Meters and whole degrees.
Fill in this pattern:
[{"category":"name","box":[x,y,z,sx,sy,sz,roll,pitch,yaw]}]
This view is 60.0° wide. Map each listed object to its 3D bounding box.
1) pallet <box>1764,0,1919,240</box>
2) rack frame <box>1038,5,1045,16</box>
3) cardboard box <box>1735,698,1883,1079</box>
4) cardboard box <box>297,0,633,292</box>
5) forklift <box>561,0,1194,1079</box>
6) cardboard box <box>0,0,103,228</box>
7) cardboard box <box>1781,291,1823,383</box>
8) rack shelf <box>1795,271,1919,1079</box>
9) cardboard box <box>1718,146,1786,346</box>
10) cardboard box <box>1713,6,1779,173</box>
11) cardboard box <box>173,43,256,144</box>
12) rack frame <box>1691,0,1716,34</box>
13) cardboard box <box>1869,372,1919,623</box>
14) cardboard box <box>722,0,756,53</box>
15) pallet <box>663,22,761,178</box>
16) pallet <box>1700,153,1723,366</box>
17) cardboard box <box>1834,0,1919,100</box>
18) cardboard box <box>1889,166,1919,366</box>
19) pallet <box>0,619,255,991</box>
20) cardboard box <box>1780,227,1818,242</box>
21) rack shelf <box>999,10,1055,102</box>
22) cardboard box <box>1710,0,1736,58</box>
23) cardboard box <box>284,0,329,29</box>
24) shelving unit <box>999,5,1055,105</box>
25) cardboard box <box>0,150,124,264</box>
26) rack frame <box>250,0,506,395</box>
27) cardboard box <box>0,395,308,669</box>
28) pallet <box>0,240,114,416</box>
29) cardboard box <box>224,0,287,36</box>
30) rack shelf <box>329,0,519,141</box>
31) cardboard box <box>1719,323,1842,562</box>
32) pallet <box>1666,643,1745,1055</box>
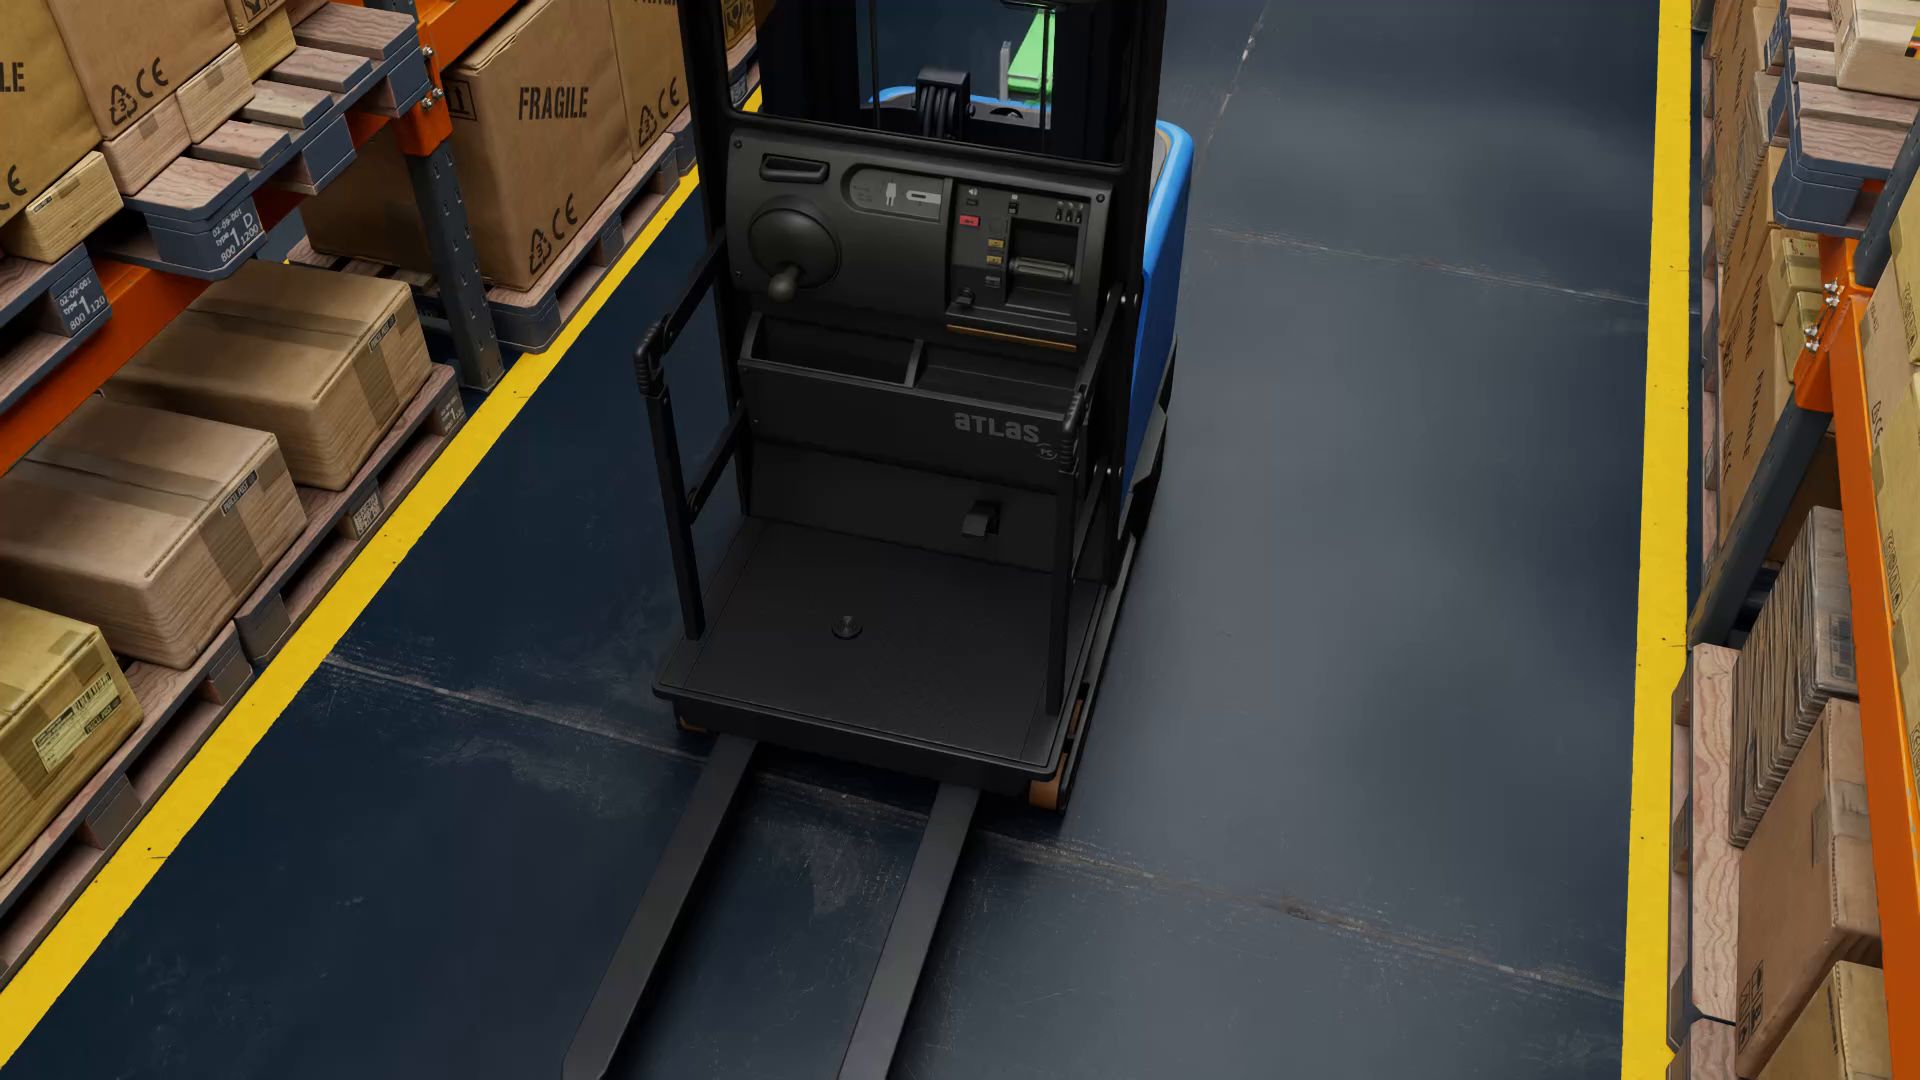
[{"category":"pallet","box":[2.778,-1.072,4.338,1.213,0.211,1.003,13,46,13]},{"category":"rack frame","box":[0.373,-1.374,5.794,0.240,1.200,0.015,11,46,11]},{"category":"cardboard box","box":[2.248,0.875,3.609,0.875,0.625,0.625,14,46,14]},{"category":"cardboard box","box":[-1.803,-1.556,5.915,0.875,0.875,0.875,12,46,12]},{"category":"forklift","box":[-0.165,-0.628,3.796,1.130,2.935,3.031,11,45,11]},{"category":"cardboard box","box":[-2.262,-0.970,3.512,0.500,0.500,0.500,10,45,10]},{"category":"cardboard box","box":[2.548,-0.545,4.686,0.380,0.149,0.250,10,45,11]},{"category":"rack shelf","box":[2.034,0.916,2.683,1.077,0.370,4.000,13,46,13]},{"category":"cardboard box","box":[2.881,-0.939,5.552,0.500,0.500,0.500,14,46,14]},{"category":"cardboard box","box":[3.183,-1.633,6.262,0.500,0.500,0.500,11,45,11]},{"category":"cardboard box","box":[-2.013,-1.143,4.153,0.380,0.149,0.250,12,46,12]},{"category":"rack frame","box":[3.851,-3.340,6.519,1.000,3.000,0.127,13,46,13]},{"category":"cardboard box","box":[2.116,-0.042,3.256,0.500,0.250,0.500,12,46,12]},{"category":"cardboard box","box":[-1.258,-2.746,7.130,0.875,0.875,0.875,14,46,14]},{"category":"pallet","box":[-1.410,-2.046,7.190,1.003,0.211,1.213,13,46,13]},{"category":"pallet","box":[3.273,-0.978,6.098,1.003,0.211,1.213,13,46,13]},{"category":"cardboard box","box":[2.473,-1.254,4.266,0.380,0.149,0.250,13,46,13]},{"category":"cardboard box","box":[2.249,-0.560,3.428,0.500,0.250,0.500,12,46,12]},{"category":"pallet","box":[-2.701,0.605,4.481,1.003,0.211,1.213,13,46,13]},{"category":"cardboard box","box":[2.723,-0.900,5.048,0.380,0.149,0.250,11,45,11]},{"category":"rack shelf","box":[0.308,-1.505,5.335,0.258,0.148,0.480,11,46,11]},{"category":"cardboard box","box":[3.490,-2.322,6.965,0.500,0.500,0.500,14,46,14]},{"category":"cardboard box","box":[-1.967,-1.515,4.533,0.380,0.149,0.250,14,46,14]},{"category":"shelving unit","box":[0.309,-1.209,5.626,0.258,1.200,0.503,11,46,11]},{"category":"cardboard box","box":[-2.167,-0.791,3.793,0.380,0.149,0.250,13,46,13]},{"category":"rack frame","box":[-2.092,-1.723,4.866,1.000,3.000,0.127,13,46,13]},{"category":"cardboard box","box":[-2.488,-0.066,4.751,0.950,0.372,0.625,12,46,12]},{"category":"pallet","box":[-2.652,-0.326,3.576,1.003,0.211,1.213,13,46,13]},{"category":"cardboard box","box":[-1.965,-1.653,4.210,0.500,0.500,0.500,11,46,11]},{"category":"rack shelf","box":[-1.486,-2.799,6.480,1.077,0.370,4.000,13,46,13]},{"category":"cardboard box","box":[2.563,-0.258,4.856,0.500,0.500,0.500,14,46,14]},{"category":"pallet","box":[2.353,0.863,4.217,1.003,0.211,1.213,13,46,13]}]
